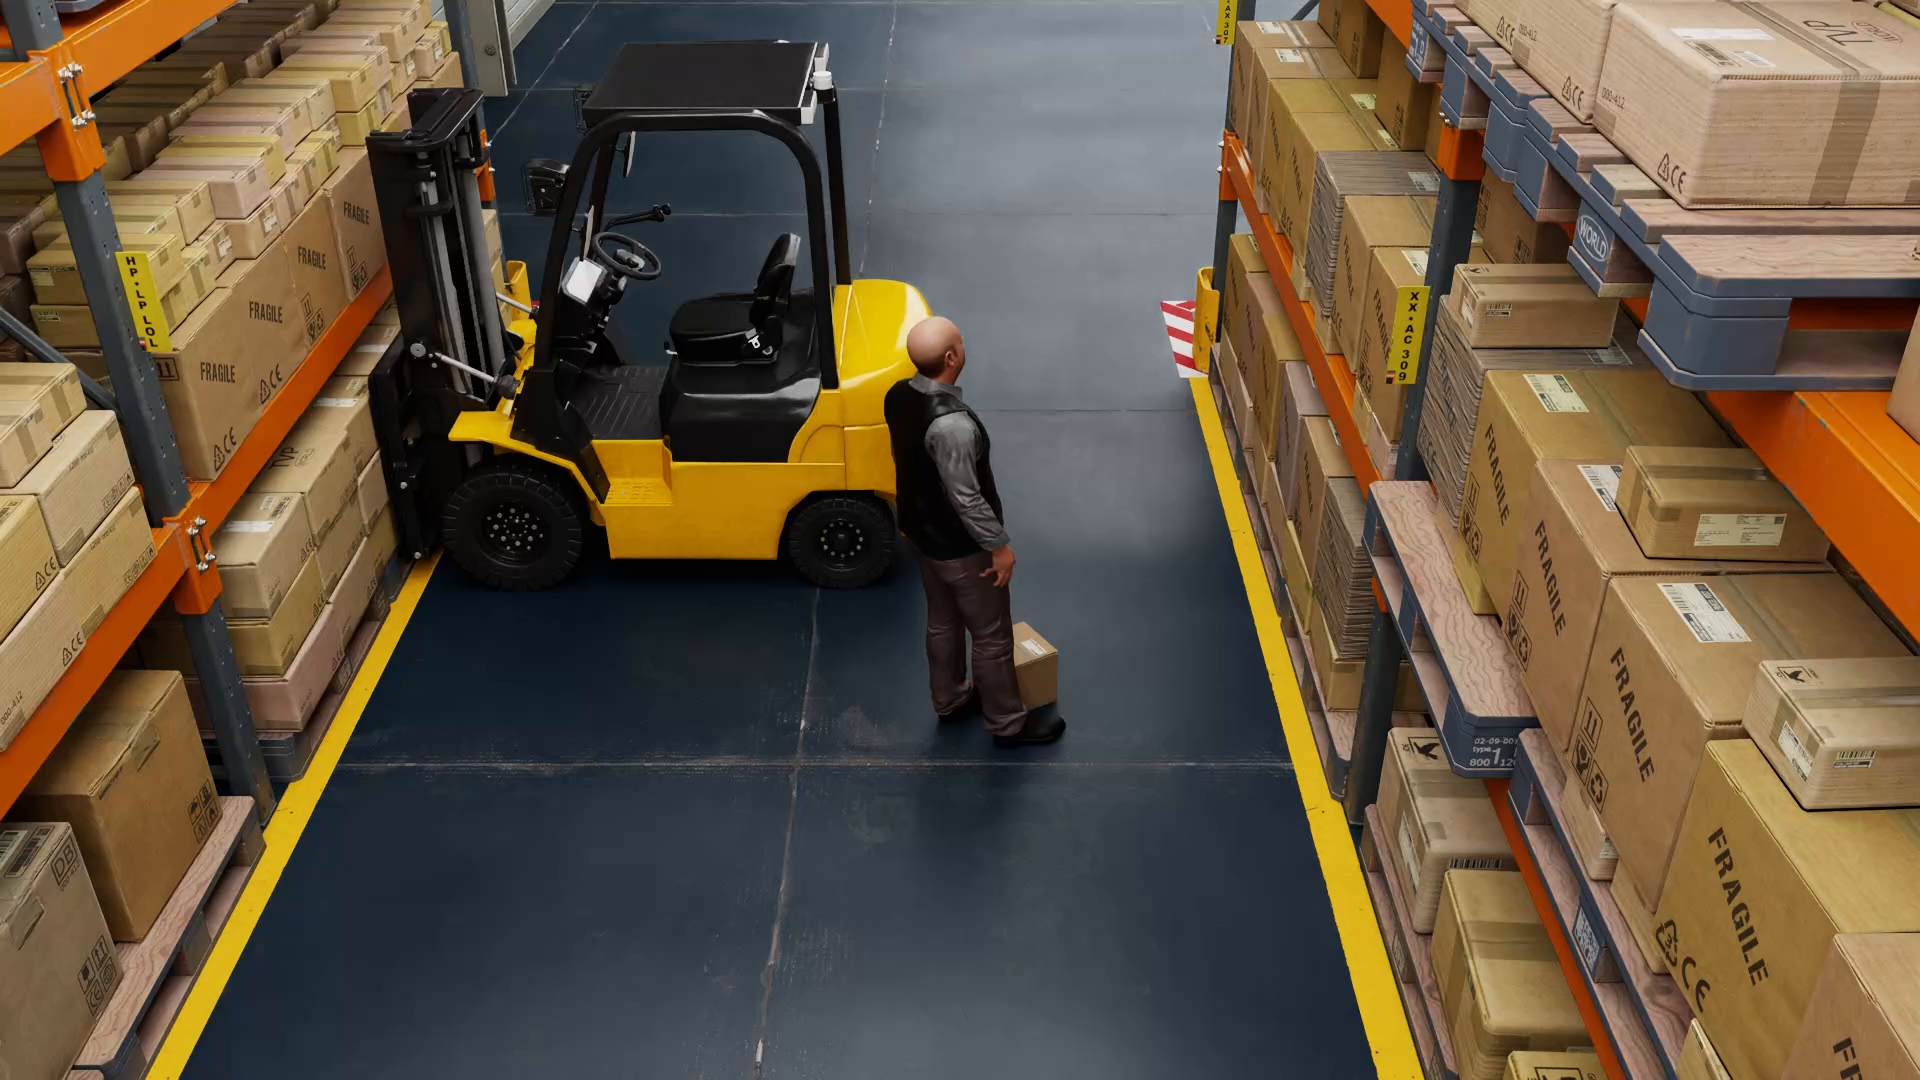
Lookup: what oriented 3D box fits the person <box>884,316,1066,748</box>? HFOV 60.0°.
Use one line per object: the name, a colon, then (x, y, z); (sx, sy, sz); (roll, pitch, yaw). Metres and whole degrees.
person: (0.037, -0.037, 6.202); (0.568, 1.720, 0.632); (-16, 35, -25)
